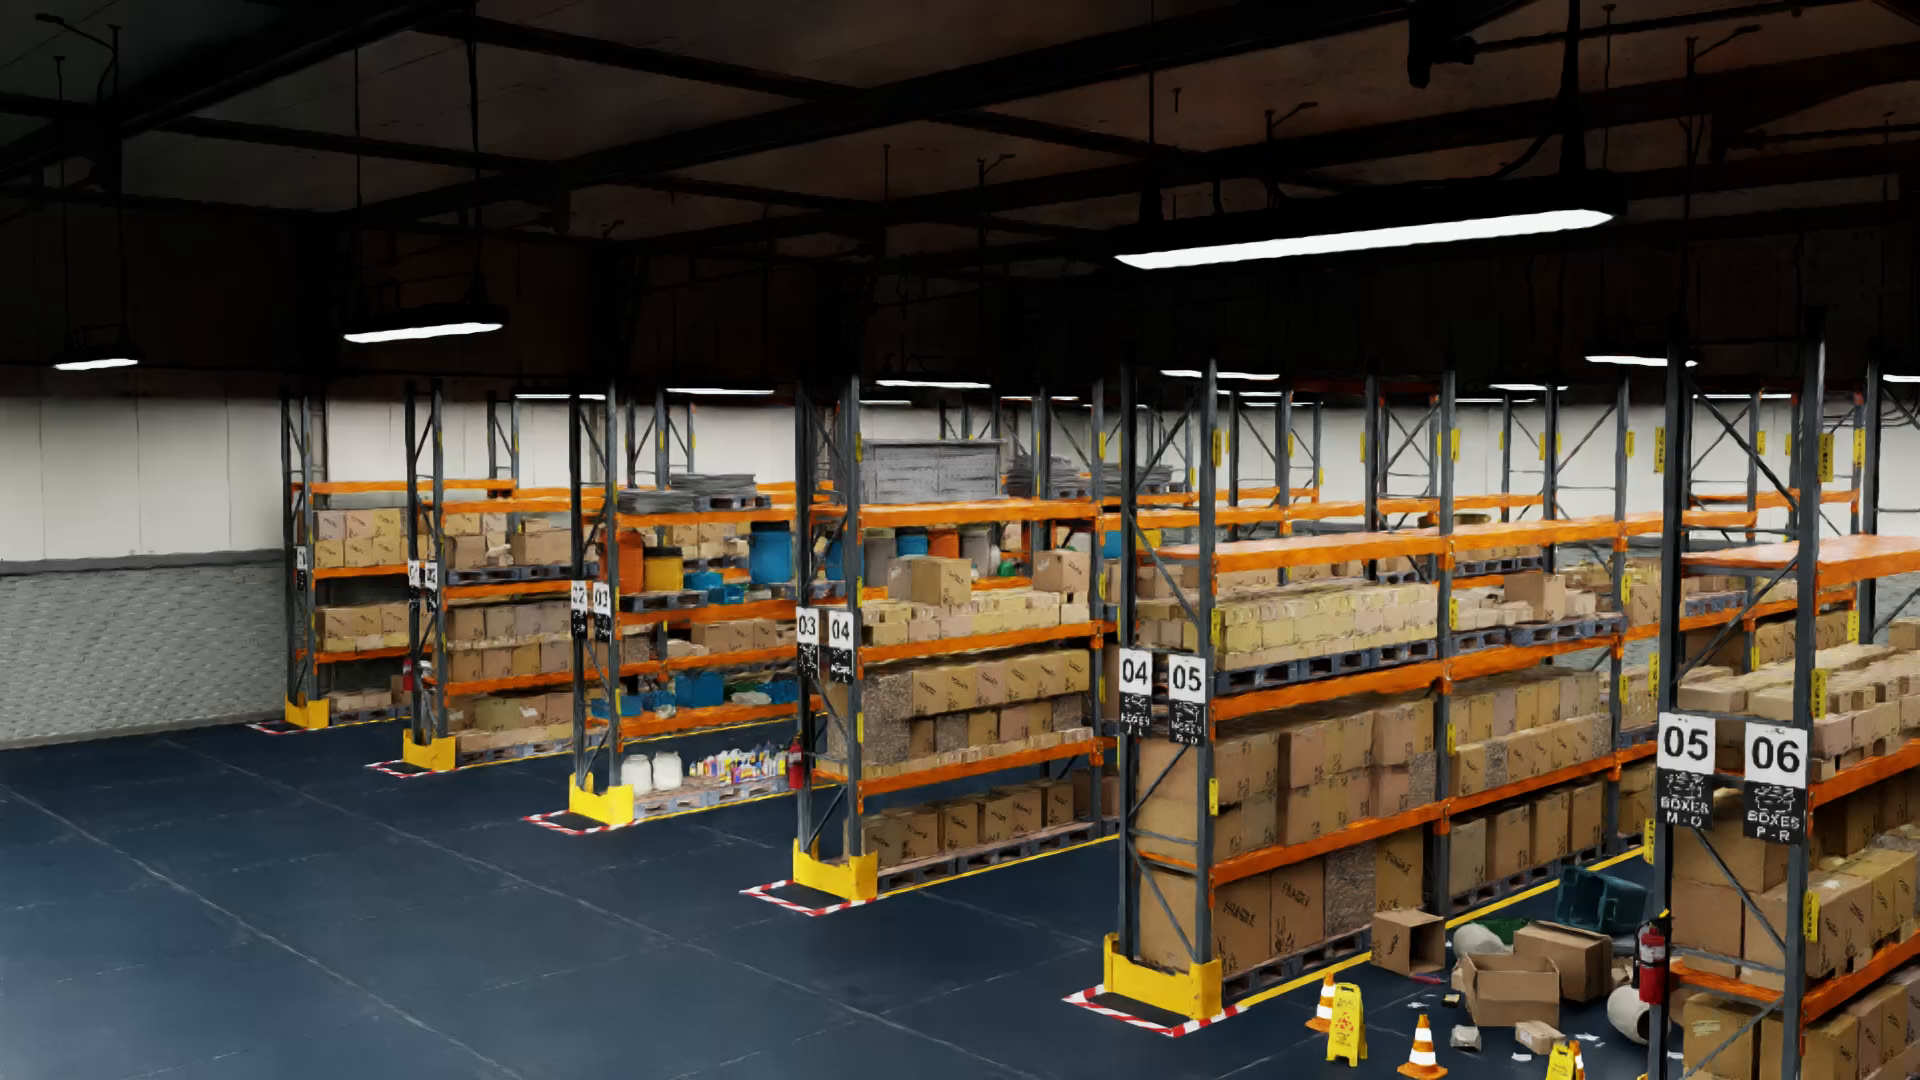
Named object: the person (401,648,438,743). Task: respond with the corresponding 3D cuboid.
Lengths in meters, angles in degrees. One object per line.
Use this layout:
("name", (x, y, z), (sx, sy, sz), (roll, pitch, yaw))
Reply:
("person", (-8.974, 2.571, 27.909), (0.622, 1.608, 0.822), (2, 4, 30))
